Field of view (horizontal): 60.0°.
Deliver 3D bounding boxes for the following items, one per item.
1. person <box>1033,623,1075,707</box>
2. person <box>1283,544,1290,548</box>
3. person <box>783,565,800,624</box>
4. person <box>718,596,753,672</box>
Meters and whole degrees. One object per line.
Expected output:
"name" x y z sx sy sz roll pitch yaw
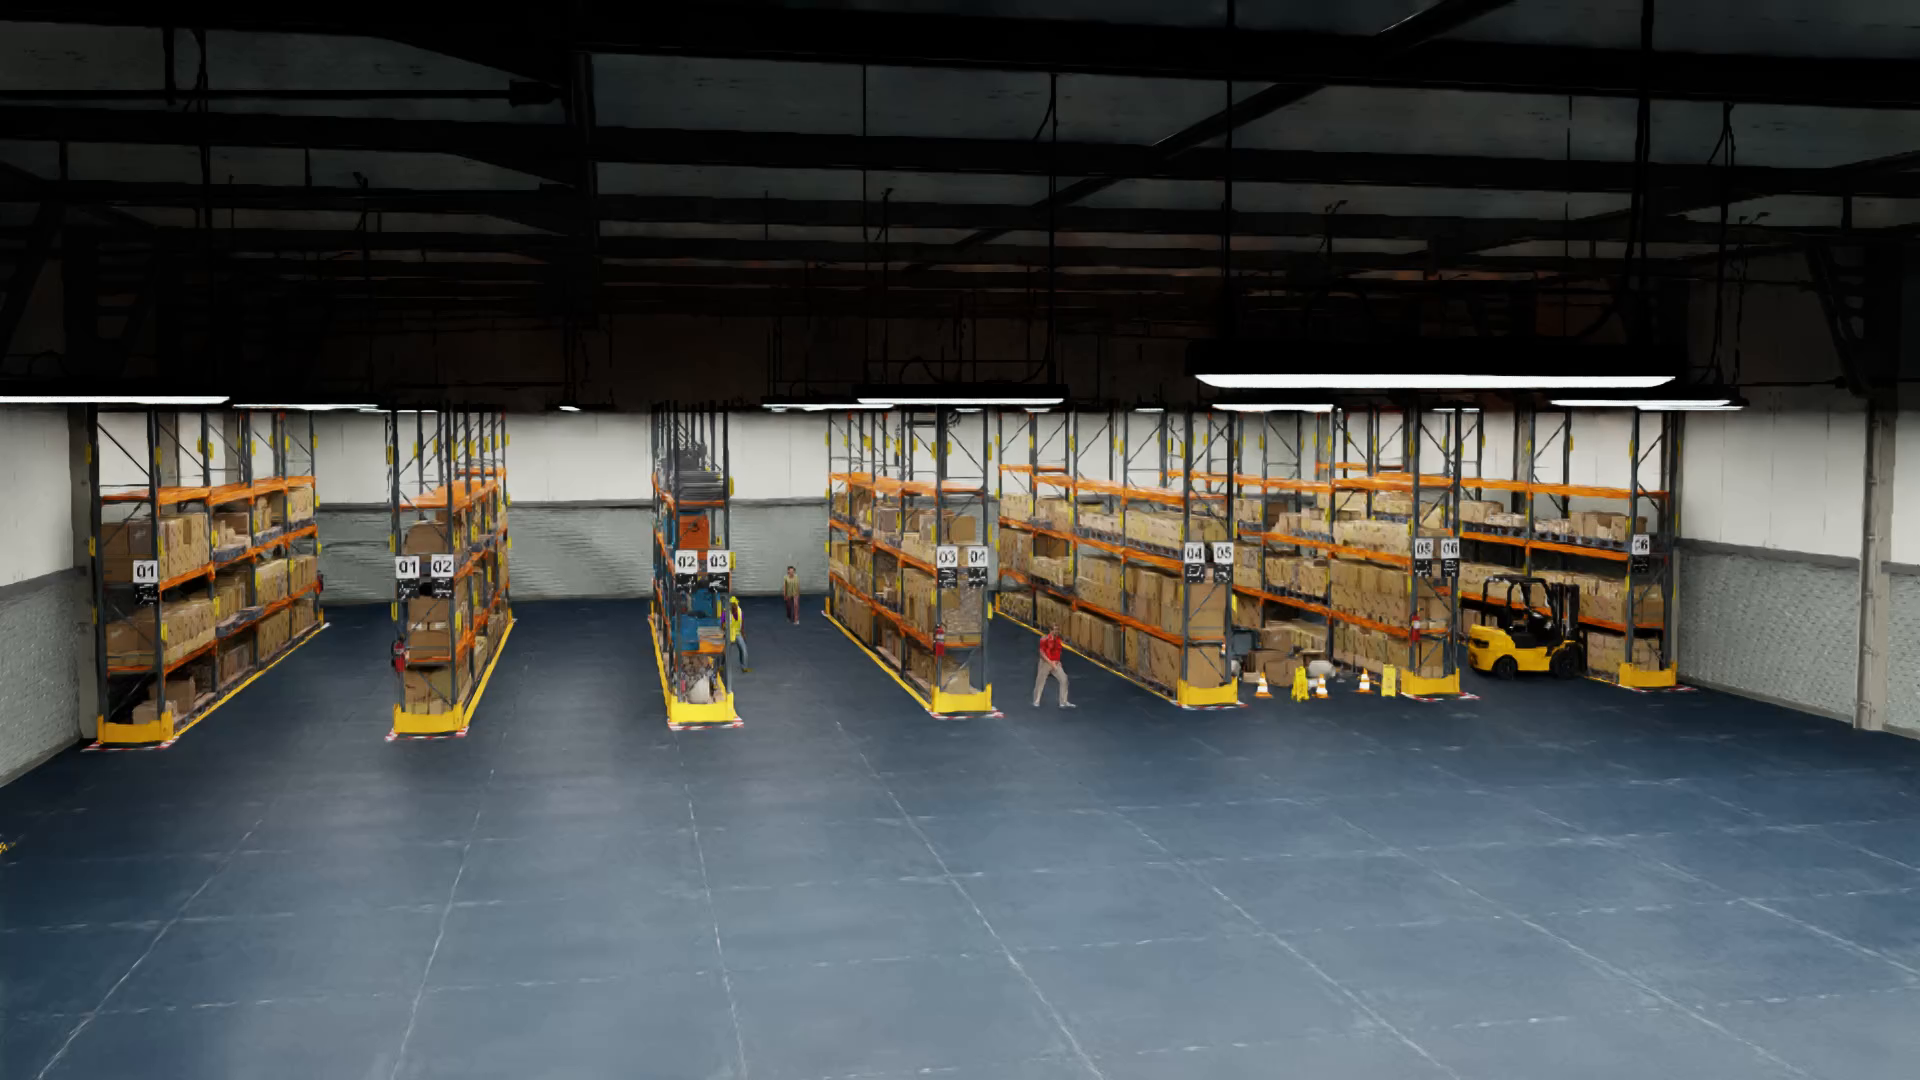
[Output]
"person" 1.775 2.439 32.450 0.679 1.674 0.768 -3 5 -33
"person" 10.119 0.979 51.606 0.583 1.708 0.957 1 4 12
"person" -4.633 1.479 45.566 0.448 1.590 1.110 -1 4 -10
"person" -5.059 2.084 36.905 0.712 1.697 0.831 -2 5 -30
